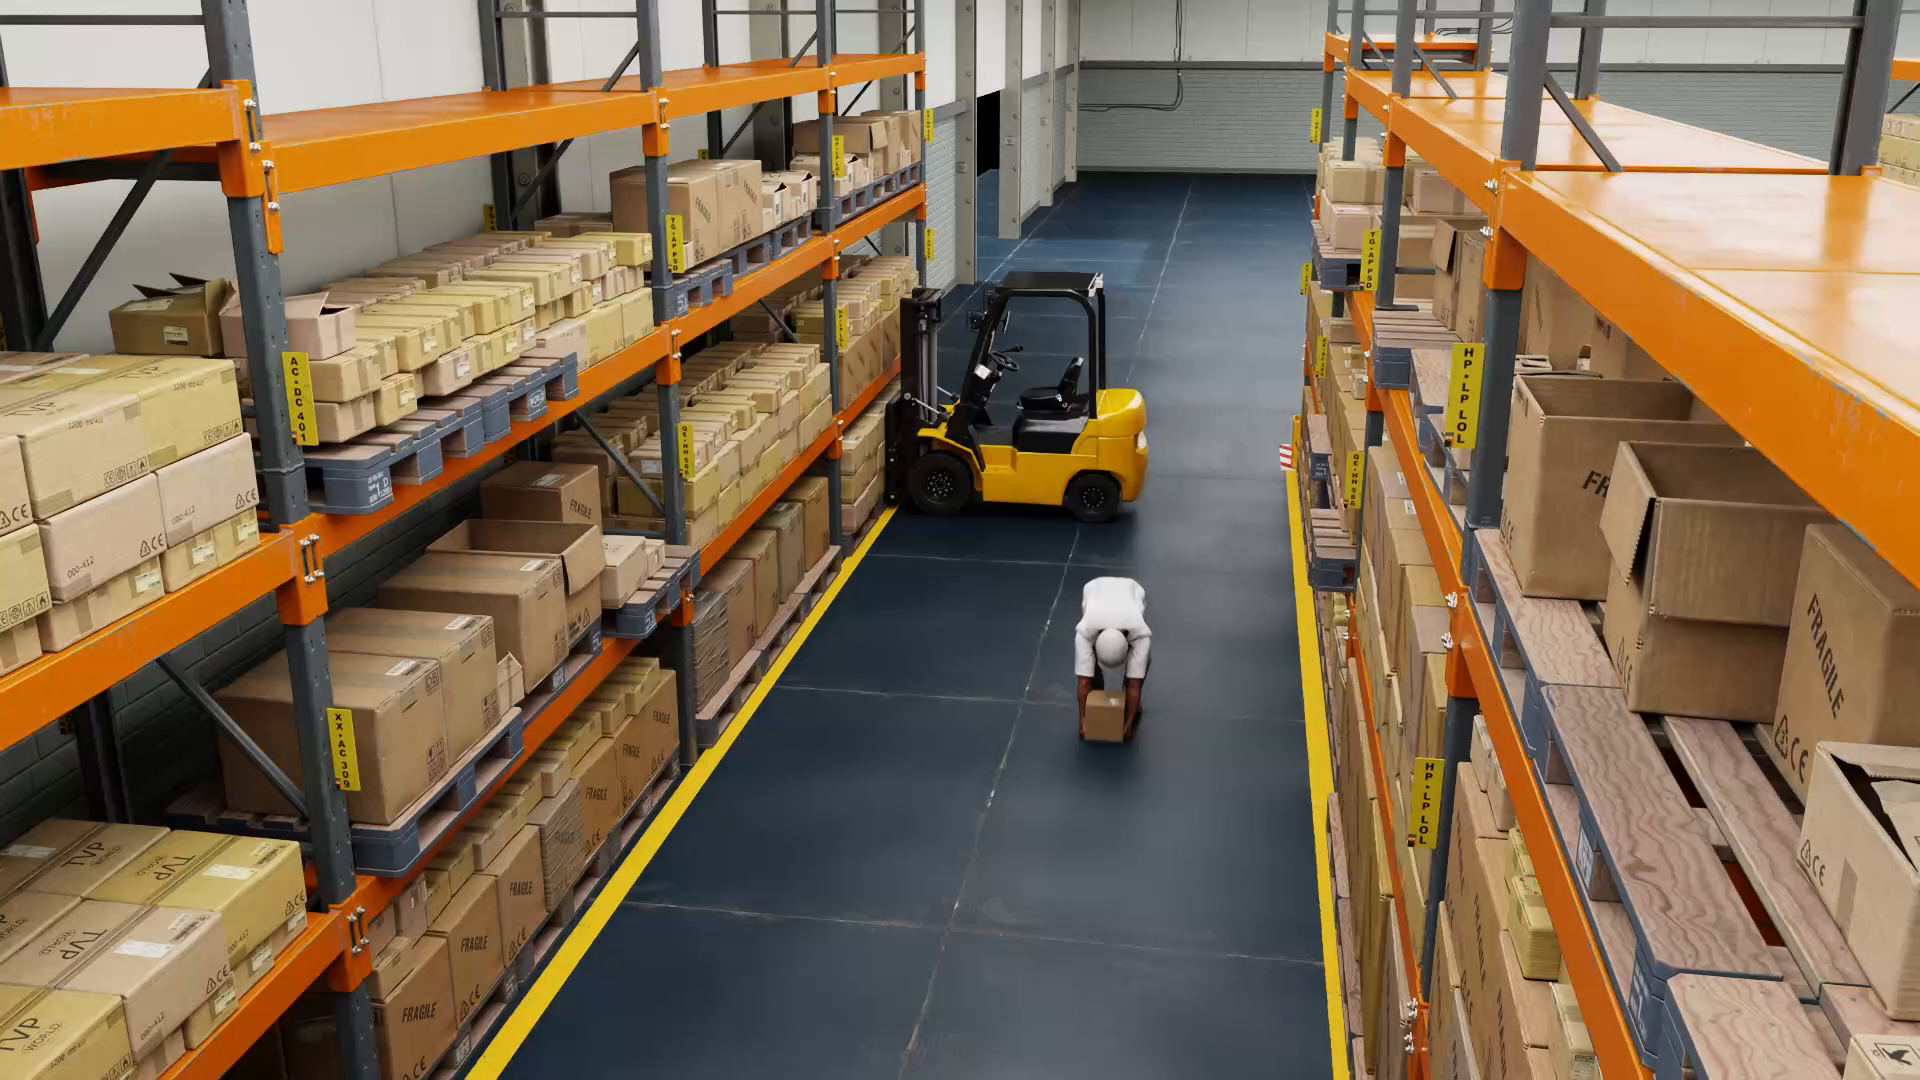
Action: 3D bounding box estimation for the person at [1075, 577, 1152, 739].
[{"bbox_3d":[1.017,0.761,11.044,0.501,0.915,0.976,2,18,6],"label":"person"}]
